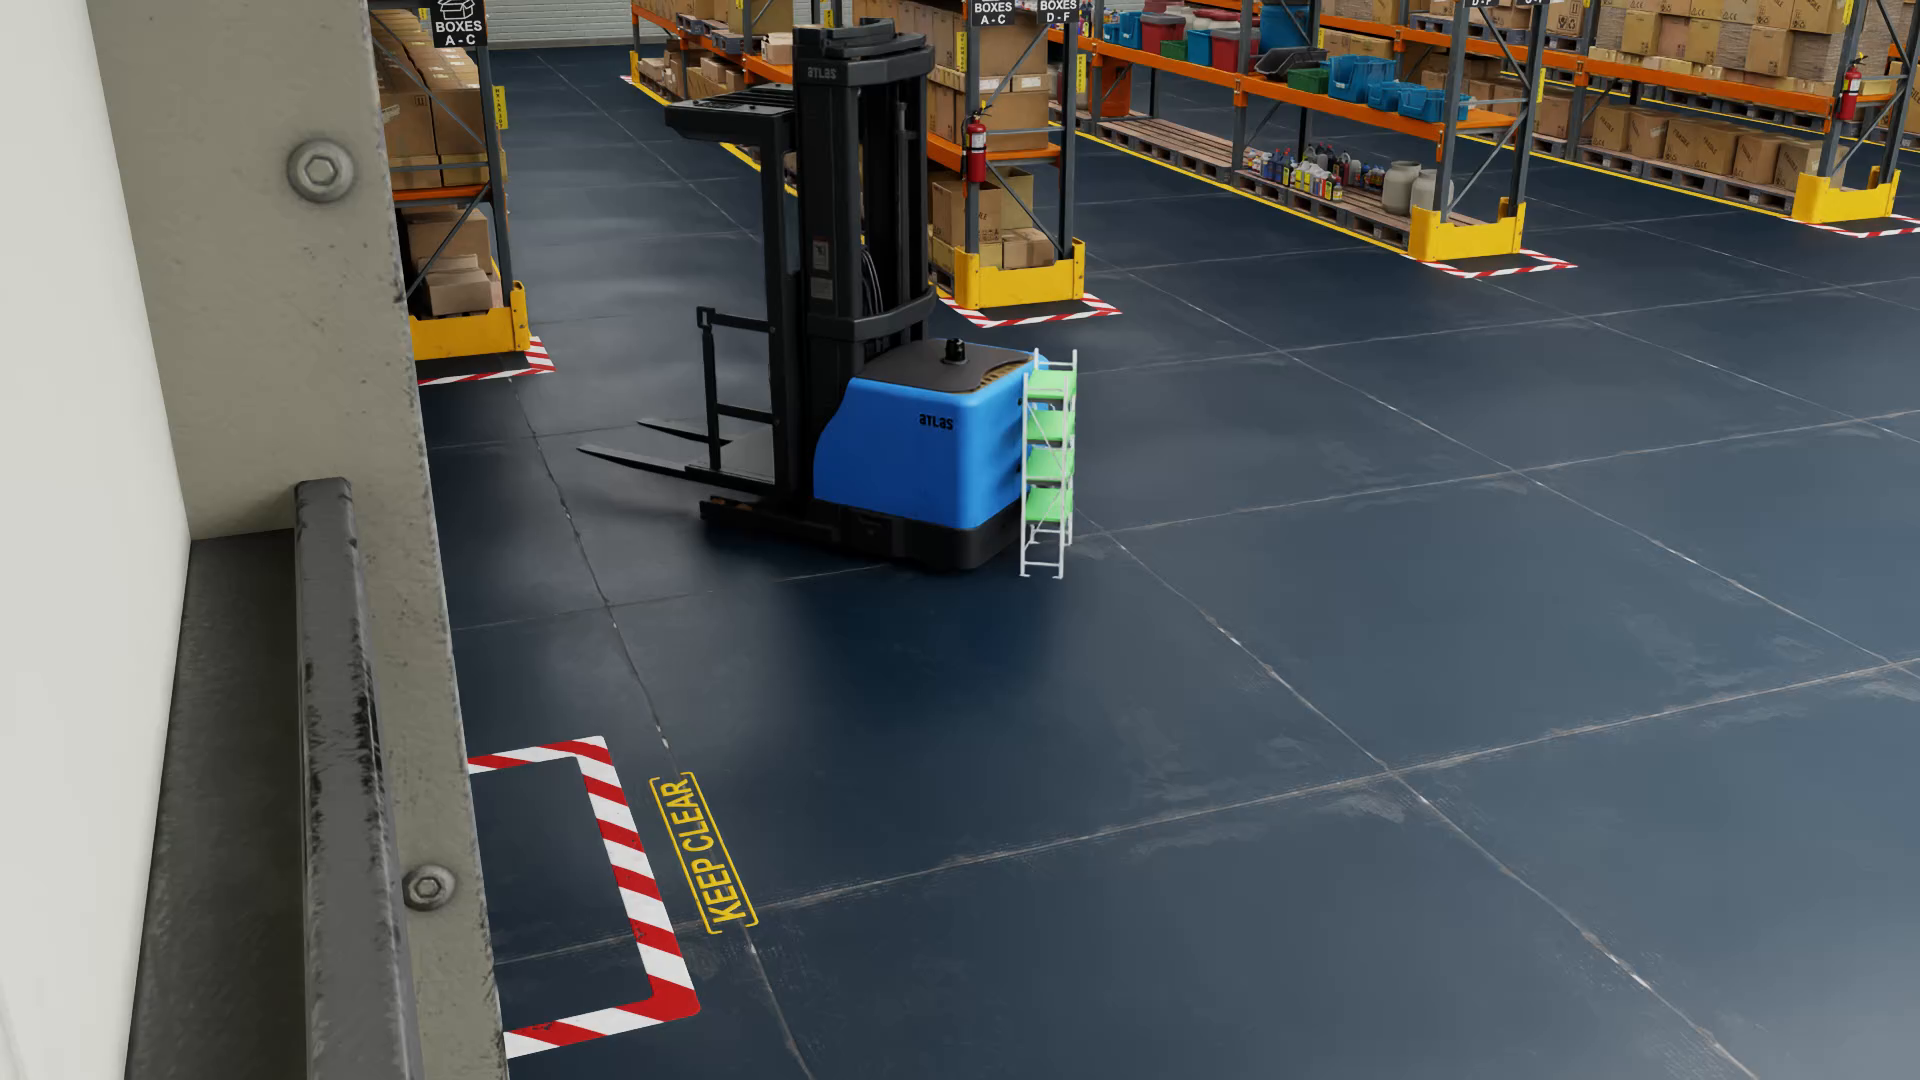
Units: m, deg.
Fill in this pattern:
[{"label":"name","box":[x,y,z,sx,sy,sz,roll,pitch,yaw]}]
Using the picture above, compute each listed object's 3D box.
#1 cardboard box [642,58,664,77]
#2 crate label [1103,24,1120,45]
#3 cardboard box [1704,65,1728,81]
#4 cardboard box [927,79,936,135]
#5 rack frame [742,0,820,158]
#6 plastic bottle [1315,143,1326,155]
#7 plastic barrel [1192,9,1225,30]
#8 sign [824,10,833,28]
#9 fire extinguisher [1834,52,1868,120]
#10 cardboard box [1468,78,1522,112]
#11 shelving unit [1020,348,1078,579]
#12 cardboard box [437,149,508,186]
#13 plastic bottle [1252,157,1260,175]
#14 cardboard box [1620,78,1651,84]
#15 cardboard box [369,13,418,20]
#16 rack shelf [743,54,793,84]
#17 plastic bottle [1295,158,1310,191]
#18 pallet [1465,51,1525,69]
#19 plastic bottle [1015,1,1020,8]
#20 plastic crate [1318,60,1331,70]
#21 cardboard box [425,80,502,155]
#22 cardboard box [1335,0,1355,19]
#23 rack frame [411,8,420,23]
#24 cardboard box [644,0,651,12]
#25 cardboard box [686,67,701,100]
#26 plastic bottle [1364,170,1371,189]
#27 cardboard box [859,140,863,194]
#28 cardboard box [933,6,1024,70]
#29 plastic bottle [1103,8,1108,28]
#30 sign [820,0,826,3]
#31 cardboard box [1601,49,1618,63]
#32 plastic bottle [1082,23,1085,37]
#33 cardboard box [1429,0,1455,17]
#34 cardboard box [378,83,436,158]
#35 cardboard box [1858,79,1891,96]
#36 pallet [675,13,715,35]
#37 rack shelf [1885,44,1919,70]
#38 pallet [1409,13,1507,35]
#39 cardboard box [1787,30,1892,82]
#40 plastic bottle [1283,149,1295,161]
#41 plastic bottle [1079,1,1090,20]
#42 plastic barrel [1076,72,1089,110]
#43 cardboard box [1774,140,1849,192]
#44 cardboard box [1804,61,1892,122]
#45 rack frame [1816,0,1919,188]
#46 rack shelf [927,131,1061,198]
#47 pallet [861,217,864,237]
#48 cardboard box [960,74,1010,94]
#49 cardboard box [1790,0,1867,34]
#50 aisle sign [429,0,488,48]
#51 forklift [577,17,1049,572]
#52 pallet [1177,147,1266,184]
[{"label":"cardboard box","box":[-5.017,-7.912,27.832,0.500,0.250,0.500,-8,24,-19]},{"label":"crate label","box":[2.139,-6.884,22.635,0.303,0.233,0.416,-8,24,-19]},{"label":"cardboard box","box":[8.879,-5.428,19.290,0.380,0.149,0.250,-8,24,-19]},{"label":"cardboard box","box":[0.019,-4.169,15.850,0.700,0.500,0.500,-8,24,-19]},{"label":"rack frame","box":[-2.294,-6.487,21.479,1.000,3.000,0.127,-8,24,-19]},{"label":"plastic bottle","box":[4.251,-4.500,19.607,0.144,0.351,0.185,-9,24,-20]},{"label":"plastic barrel","box":[3.209,-6.576,21.515,0.433,0.535,0.433,0,23,0]},{"label":"sign","box":[-1.385,-5.453,17.636,0.100,0.325,0.005,-8,24,-19]},{"label":"fire extinguisher","box":[9.410,-4.798,17.570,0.296,0.674,0.183,-8,24,-19]},{"label":"cardboard box","box":[7.645,-6.250,23.569,0.700,0.500,0.500,-6,24,-15]},{"label":"shelving unit","box":[0.503,-0.433,9.433,0.258,1.200,0.503,4,23,9]},{"label":"cardboard box","box":[-3.976,-3.060,13.516,0.500,0.250,0.500,-9,25,-21]},{"label":"plastic bottle","box":[3.493,-4.412,19.593,0.097,0.201,0.097,0,23,0]},{"label":"cardboard box","box":[11.173,-7.734,27.114,0.500,0.500,0.500,-8,24,-19]},{"label":"cardboard box","box":[-6.529,-5.686,18.883,0.700,0.500,0.500,-11,25,-24]},{"label":"rack shelf","box":[-1.588,-5.429,19.894,1.077,0.370,4.000,-8,24,-19]},{"label":"plastic bottle","box":[3.868,-4.121,18.709,0.144,0.351,0.185,-9,24,-19]},{"label":"pallet","box":[9.967,-8.896,30.785,1.003,0.211,1.213,-8,24,-19]},{"label":"plastic bottle","box":[0.880,-8.160,25.614,0.097,0.271,0.097,0,23,0]},{"label":"plastic crate","box":[4.399,-5.279,18.803,0.499,0.251,0.616,-8,24,-19]},{"label":"cardboard box","box":[-3.989,-3.400,13.355,0.500,0.500,0.500,-8,24,-19]},{"label":"cardboard box","box":[6.211,-8.407,25.904,0.500,0.500,0.500,-9,25,-21]},{"label":"rack frame","box":[-6.927,-5.806,19.863,1.000,3.000,0.127,-8,24,-19]},{"label":"cardboard box","box":[-4.848,-8.873,27.011,0.500,0.500,0.500,-8,24,-19]},{"label":"cardboard box","box":[-3.764,-6.782,24.831,0.500,0.500,0.500,-9,25,-21]},{"label":"plastic bottle","box":[4.627,-4.070,18.781,0.097,0.201,0.097,0,23,0]},{"label":"cardboard box","box":[-0.826,-3.914,17.407,0.500,0.500,0.500,-8,24,-19]},{"label":"cardboard box","box":[0.169,-4.605,15.215,0.700,0.500,0.500,-9,24,-20]},{"label":"plastic bottle","box":[2.149,-7.689,24.497,0.097,0.271,0.097,0,23,0]},{"label":"sign","box":[-1.776,-7.098,21.437,0.100,0.325,0.005,-8,24,-19]},{"label":"cardboard box","box":[8.258,-6.064,20.798,0.380,0.149,0.250,-8,24,-19]},{"label":"plastic bottle","box":[1.775,-7.207,23.442,0.097,0.201,0.097,0,23,0]},{"label":"cardboard box","box":[7.203,-7.894,24.147,0.500,0.500,0.500,-12,25,-25]},{"label":"cardboard box","box":[-4.466,-3.327,13.183,0.500,0.500,0.500,-9,24,-20]},{"label":"cardboard box","box":[9.923,-4.959,18.176,0.380,0.149,0.250,-8,24,-19]},{"label":"pallet","box":[-3.527,-7.547,24.240,1.003,0.211,1.213,-8,24,-19]},{"label":"rack shelf","box":[13.770,-5.977,21.195,1.077,0.370,4.000,-8,24,-19]},{"label":"pallet","box":[7.326,-7.512,24.158,1.213,0.211,1.003,-8,24,-19]},{"label":"cardboard box","box":[9.632,-5.325,18.210,0.875,0.500,0.500,-8,24,-19]},{"label":"plastic bottle","box":[3.786,-4.364,19.285,0.144,0.351,0.185,-8,24,-19]},{"label":"plastic bottle","box":[1.853,-7.837,24.745,0.144,0.351,0.185,-8,24,-19]},{"label":"plastic barrel","box":[1.869,-6.581,24.364,0.421,0.512,0.421,0,23,0]},{"label":"cardboard box","box":[9.596,-4.209,18.751,0.500,0.500,0.500,-4,23,-9]},{"label":"cardboard box","box":[12.760,-6.406,23.641,1.050,0.750,0.750,-8,24,-19]},{"label":"rack frame","box":[9.801,-4.938,17.804,1.000,3.000,0.127,-8,24,-19]},{"label":"rack shelf","box":[-0.175,-3.976,16.446,1.077,0.370,4.000,-8,24,-19]},{"label":"pallet","box":[-0.639,-3.454,17.873,1.003,0.211,1.213,-8,24,-19]},{"label":"cardboard box","box":[0.219,-4.038,14.704,0.380,0.149,0.250,-9,24,-20]},{"label":"cardboard box","box":[9.375,-5.748,17.926,0.500,0.500,0.500,-8,24,-19]},{"label":"aisle sign","box":[-3.795,-4.112,12.497,0.394,0.787,0.004,-8,24,-19]},{"label":"forklift","box":[-1.003,-1.567,9.893,3.031,2.935,1.130,12,26,27]},{"label":"pallet","box":[3.440,-4.707,20.846,1.003,0.211,1.213,-8,24,-19]}]
